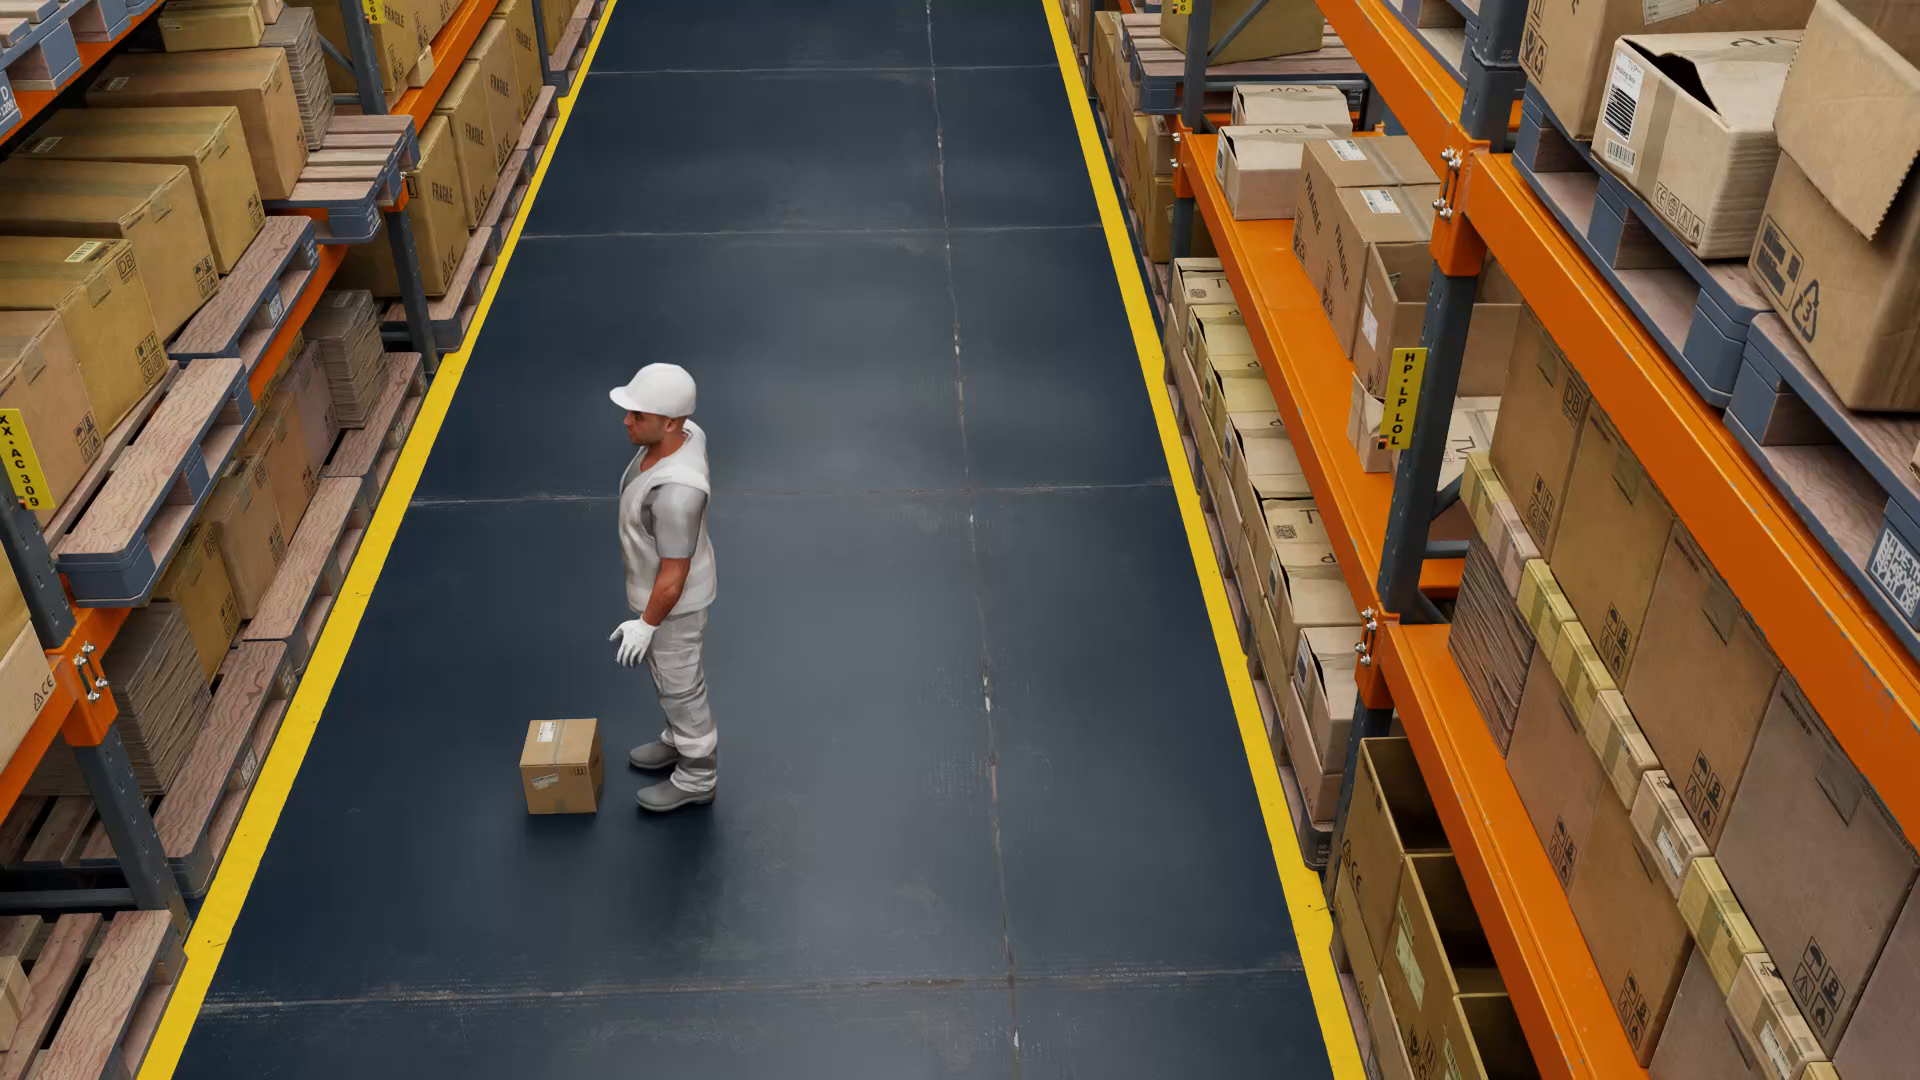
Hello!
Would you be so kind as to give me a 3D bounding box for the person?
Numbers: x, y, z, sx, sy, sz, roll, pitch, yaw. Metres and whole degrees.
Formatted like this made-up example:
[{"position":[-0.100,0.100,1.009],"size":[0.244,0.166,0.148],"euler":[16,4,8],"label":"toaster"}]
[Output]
[{"position":[-1.047,0.185,5.812],"size":[0.428,1.805,0.571],"euler":[-5,35,-7],"label":"person"}]
